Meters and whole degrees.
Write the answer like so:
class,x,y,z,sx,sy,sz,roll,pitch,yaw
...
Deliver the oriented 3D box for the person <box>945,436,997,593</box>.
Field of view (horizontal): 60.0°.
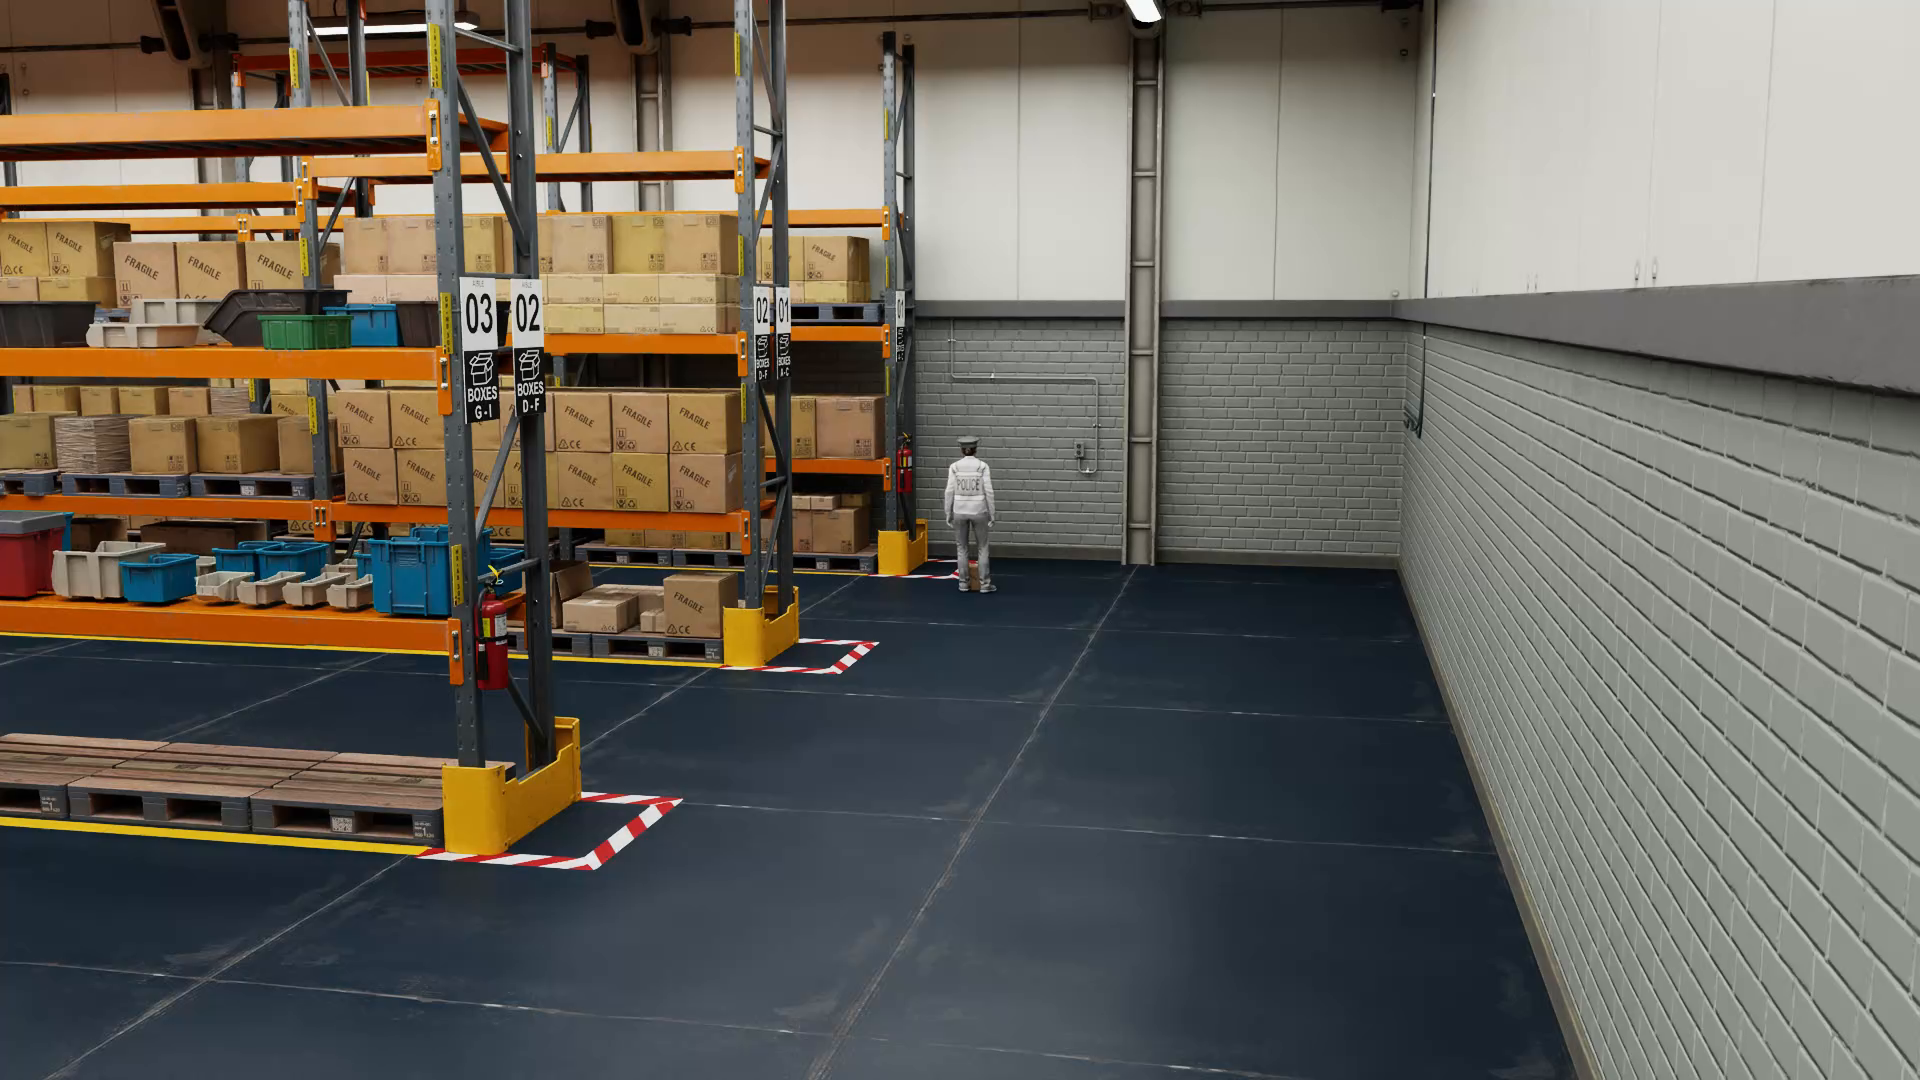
class,x,y,z,sx,sy,sz,roll,pitch,yaw
person,0.112,-0.271,17.714,0.546,1.664,0.414,1,8,8
